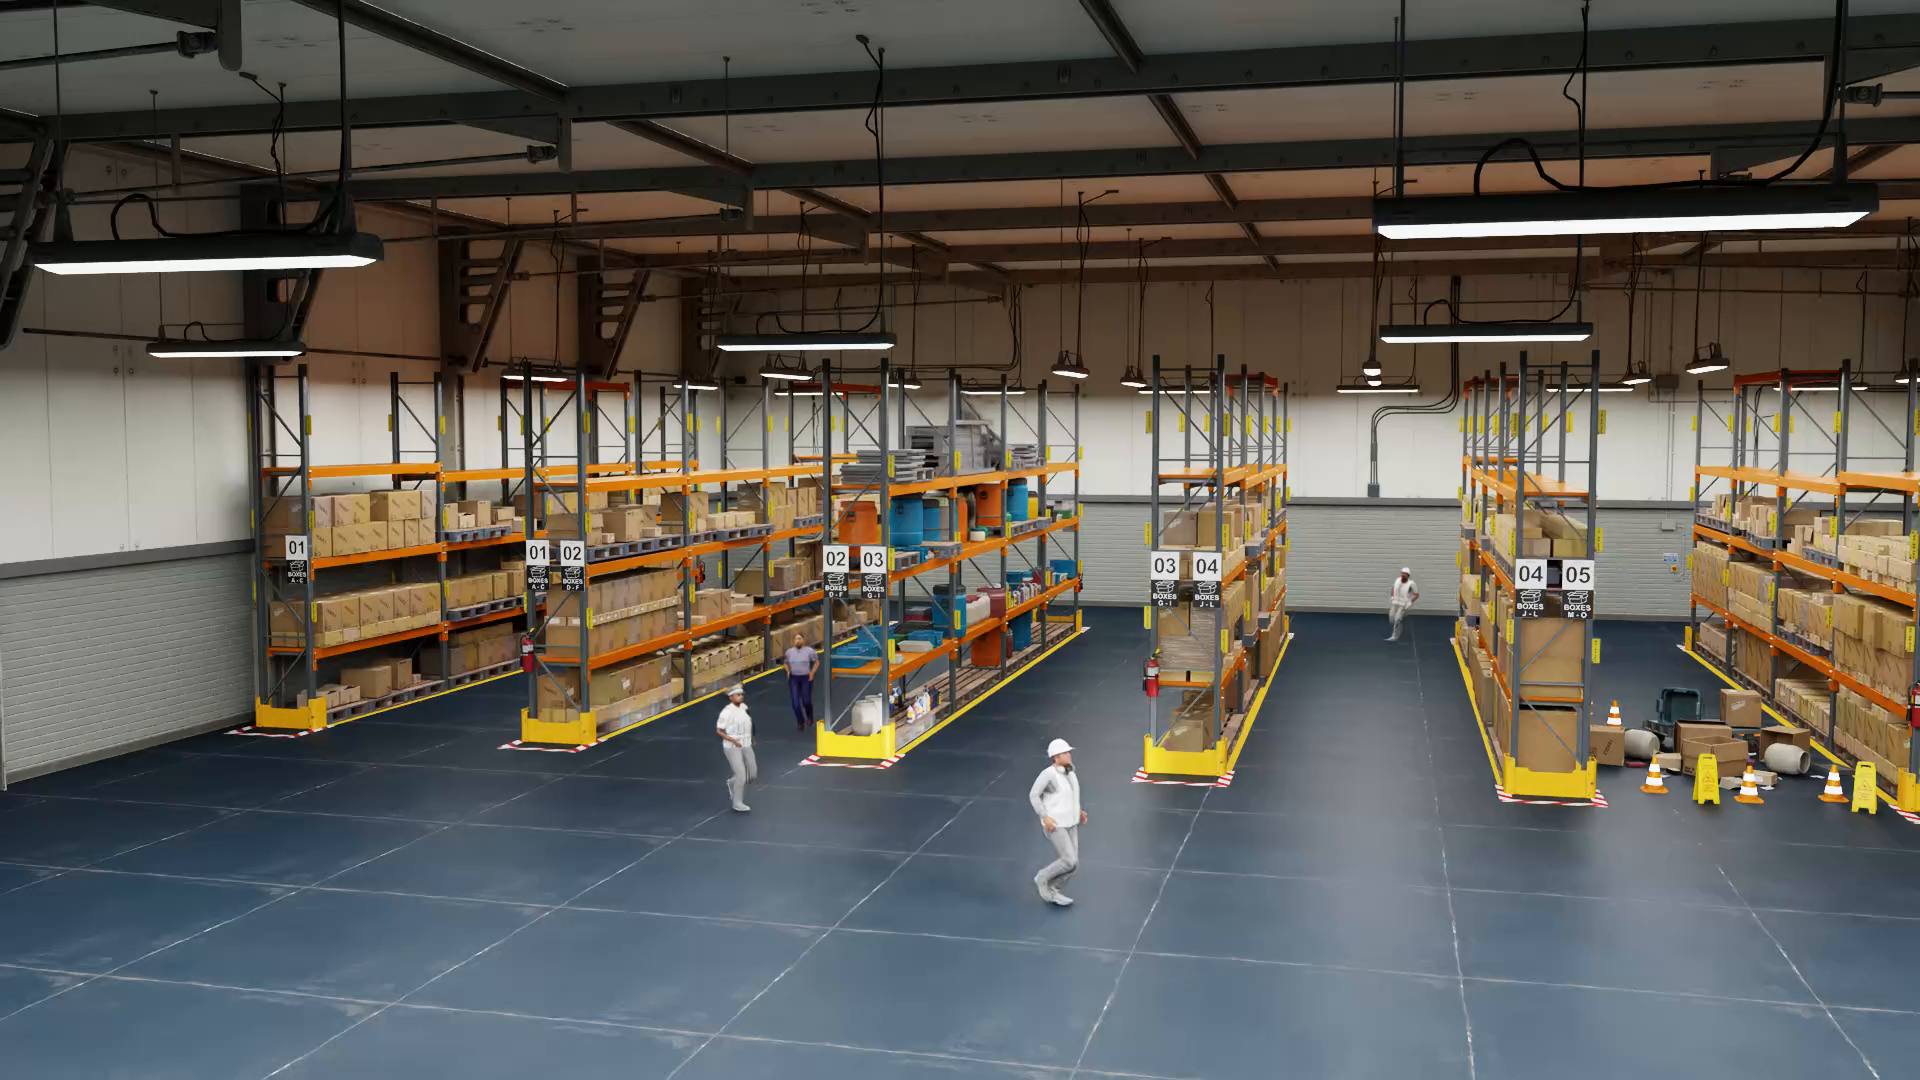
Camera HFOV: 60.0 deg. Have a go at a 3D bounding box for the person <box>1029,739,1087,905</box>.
[{"bbox_3d":[1.048,2.942,17.313,0.515,1.735,0.666,3,5,39],"label":"person"}]

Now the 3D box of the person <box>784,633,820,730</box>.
[{"bbox_3d":[-2.614,2.321,27.236,0.581,1.602,0.536,0,4,5],"label":"person"}]

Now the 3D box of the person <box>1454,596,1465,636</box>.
[{"bbox_3d":[12.040,1.552,39.274,0.620,1.540,0.573,1,4,8],"label":"person"}]

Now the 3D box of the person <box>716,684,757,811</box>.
[{"bbox_3d":[-2.904,2.684,21.636,0.584,1.650,0.573,4,5,42],"label":"person"}]

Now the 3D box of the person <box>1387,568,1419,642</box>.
[{"bbox_3d":[10.268,1.494,38.458,0.749,1.727,0.614,4,5,43],"label":"person"}]
